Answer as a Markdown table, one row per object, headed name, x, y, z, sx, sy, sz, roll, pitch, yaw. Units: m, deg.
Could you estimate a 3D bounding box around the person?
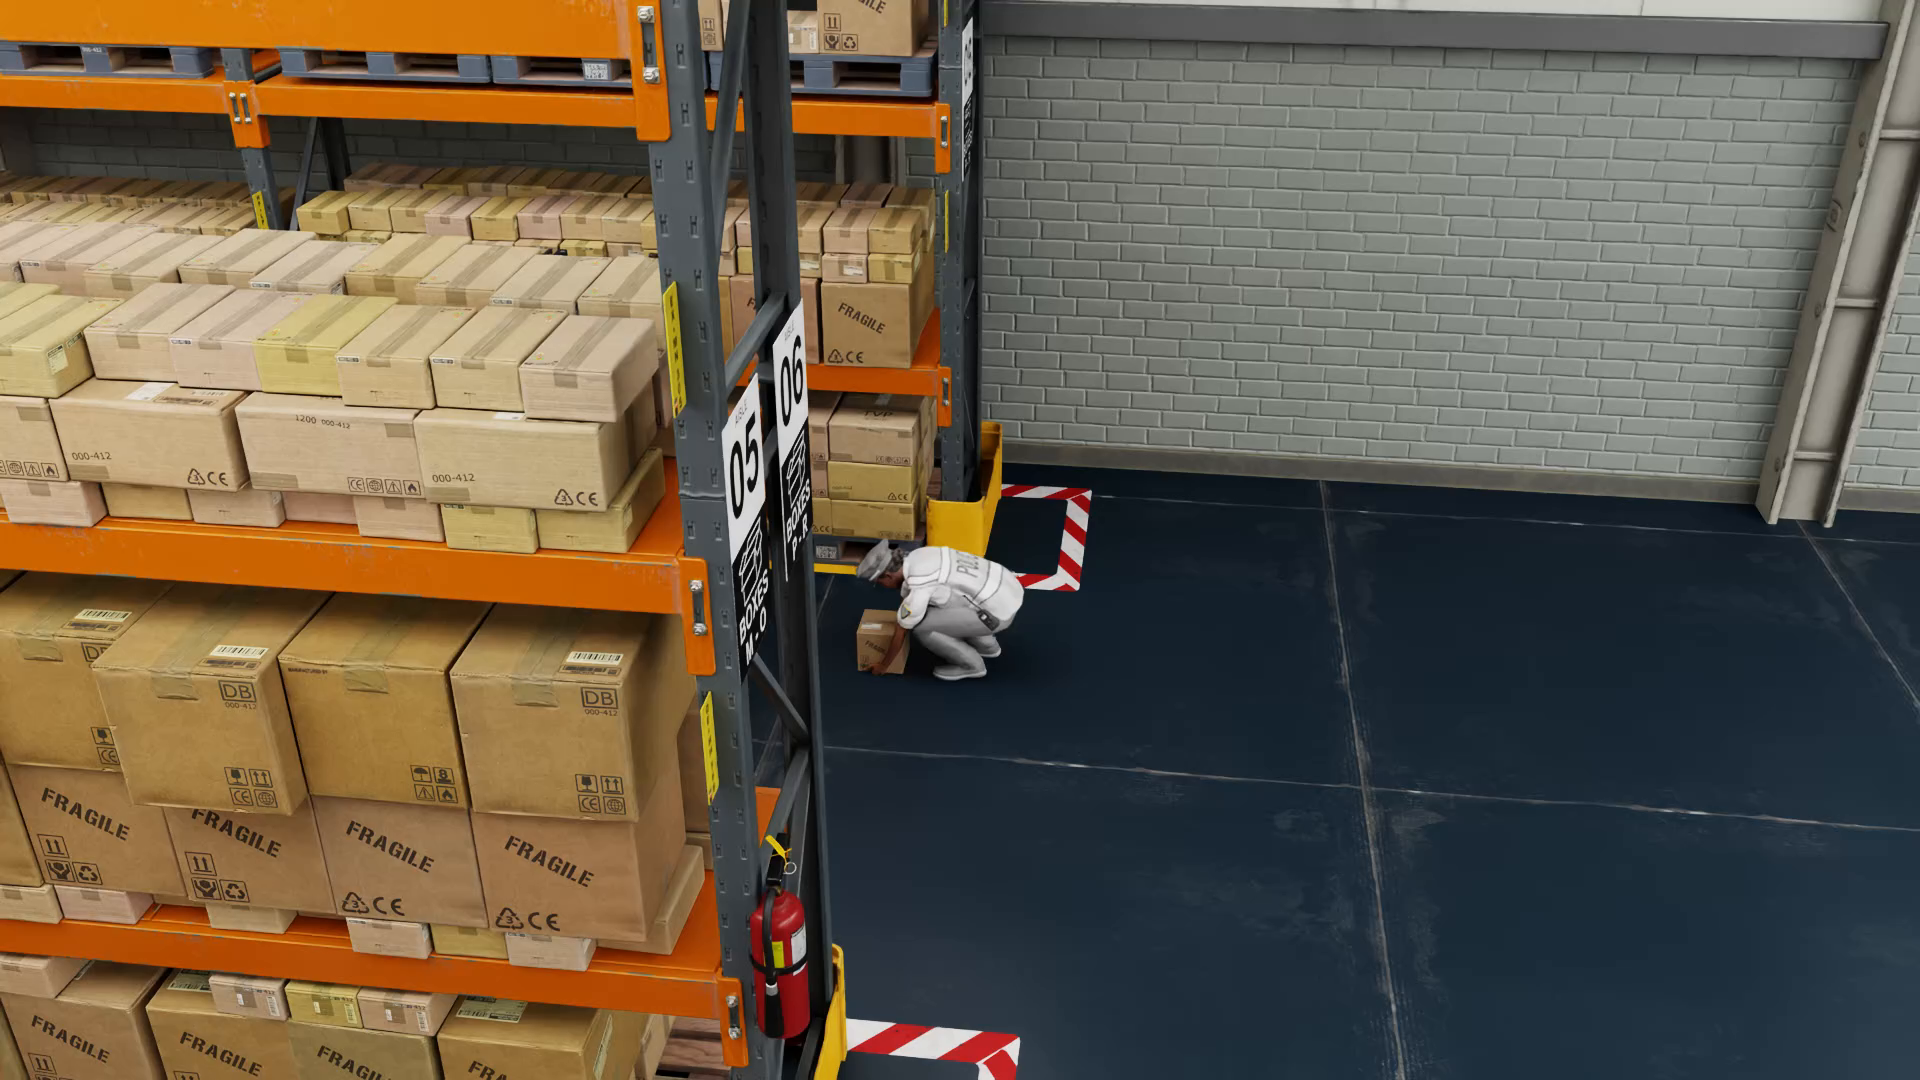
| name | x | y | z | sx | sy | sz | roll | pitch | yaw |
| --- | --- | --- | --- | --- | --- | --- | --- | --- | --- |
| person | -0.109 | 0.377 | 9.036 | 0.898 | 0.841 | 0.462 | 3 | 29 | 5 |
